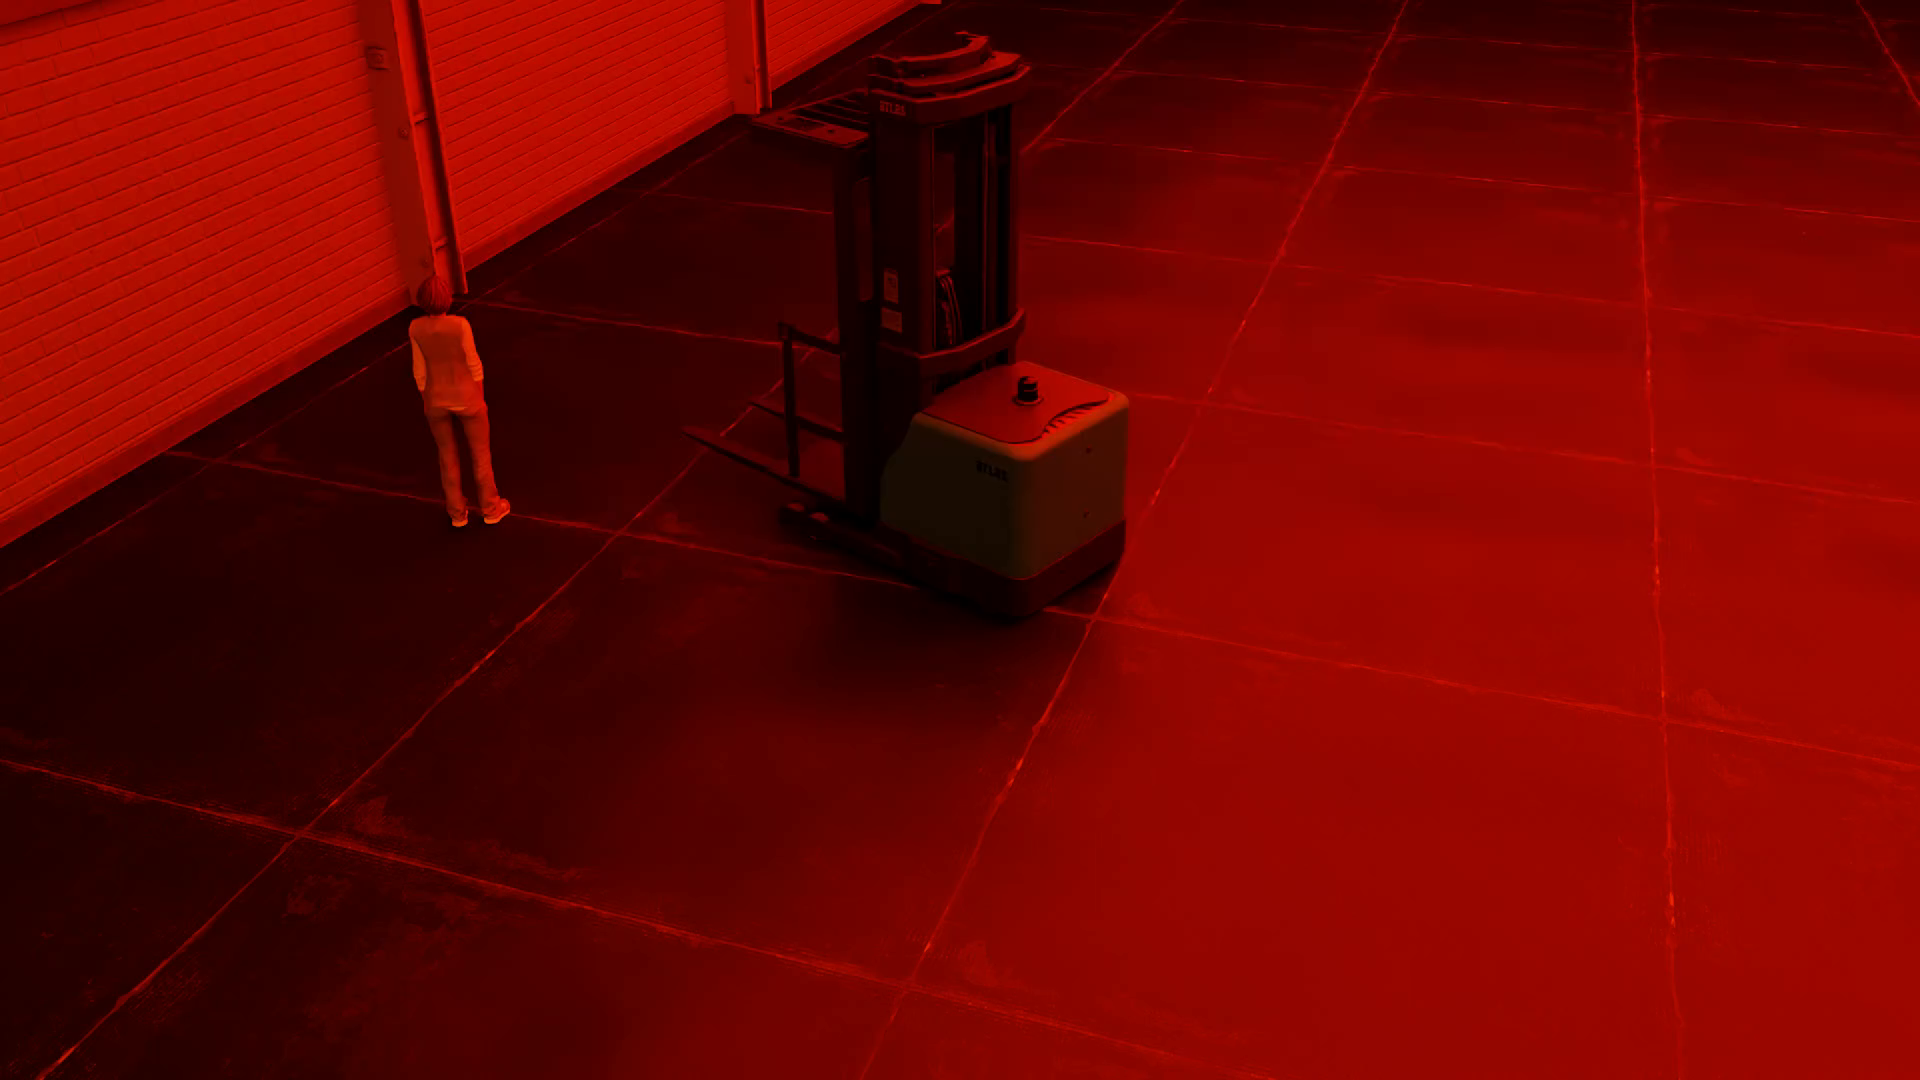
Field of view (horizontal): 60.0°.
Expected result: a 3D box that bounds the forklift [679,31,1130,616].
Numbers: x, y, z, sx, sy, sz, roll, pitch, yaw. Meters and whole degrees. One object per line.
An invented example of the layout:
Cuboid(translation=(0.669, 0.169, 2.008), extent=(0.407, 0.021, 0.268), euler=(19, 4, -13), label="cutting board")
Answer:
Cuboid(translation=(-0.477, -1.449, 9.679), extent=(3.031, 2.935, 1.130), euler=(23, 37, 34), label="forklift")

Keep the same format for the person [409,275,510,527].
Cuboid(translation=(-3.012, -0.822, 9.924), extent=(0.410, 1.602, 0.328), euler=(-2, 30, -4), label="person")
